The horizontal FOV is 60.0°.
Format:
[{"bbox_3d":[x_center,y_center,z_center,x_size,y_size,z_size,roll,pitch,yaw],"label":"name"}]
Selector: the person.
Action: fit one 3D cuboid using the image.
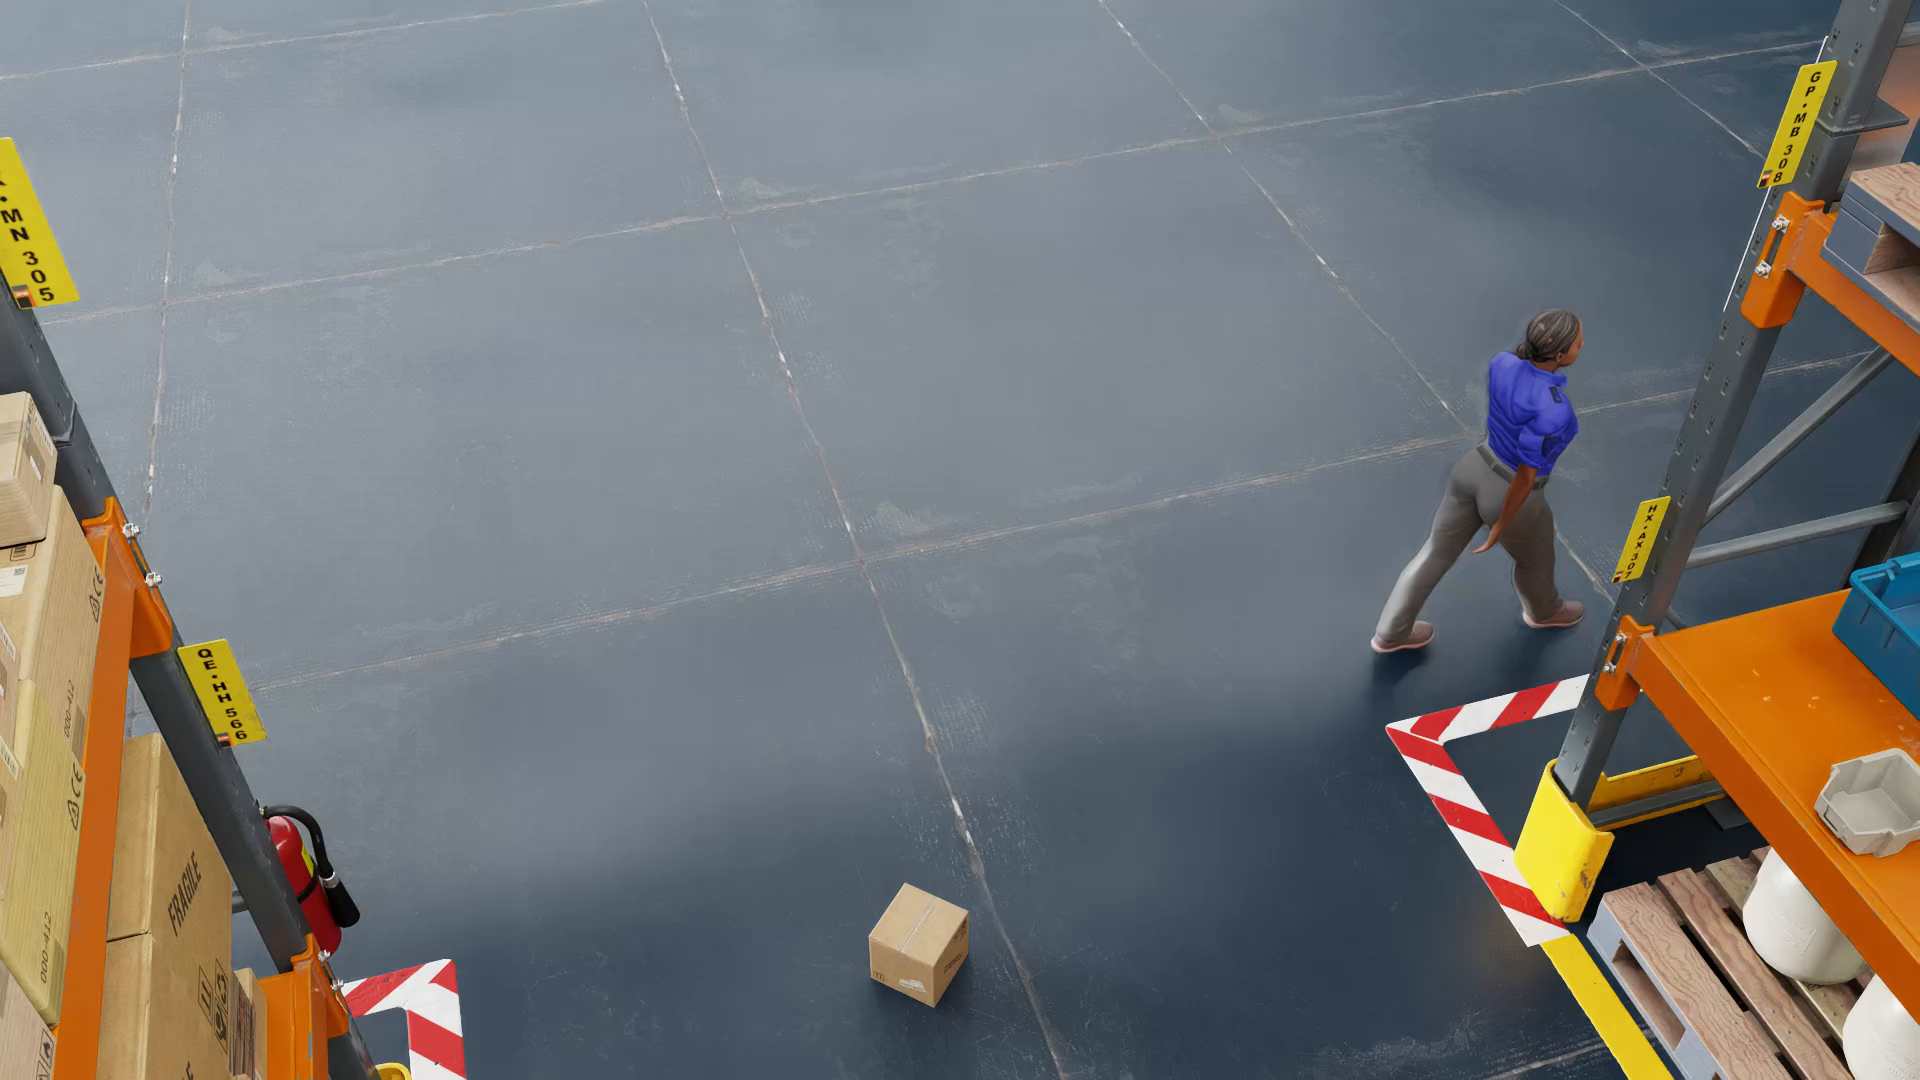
[{"bbox_3d":[2.144,-0.225,6.407,0.964,1.615,0.467,-17,45,-17],"label":"person"}]
